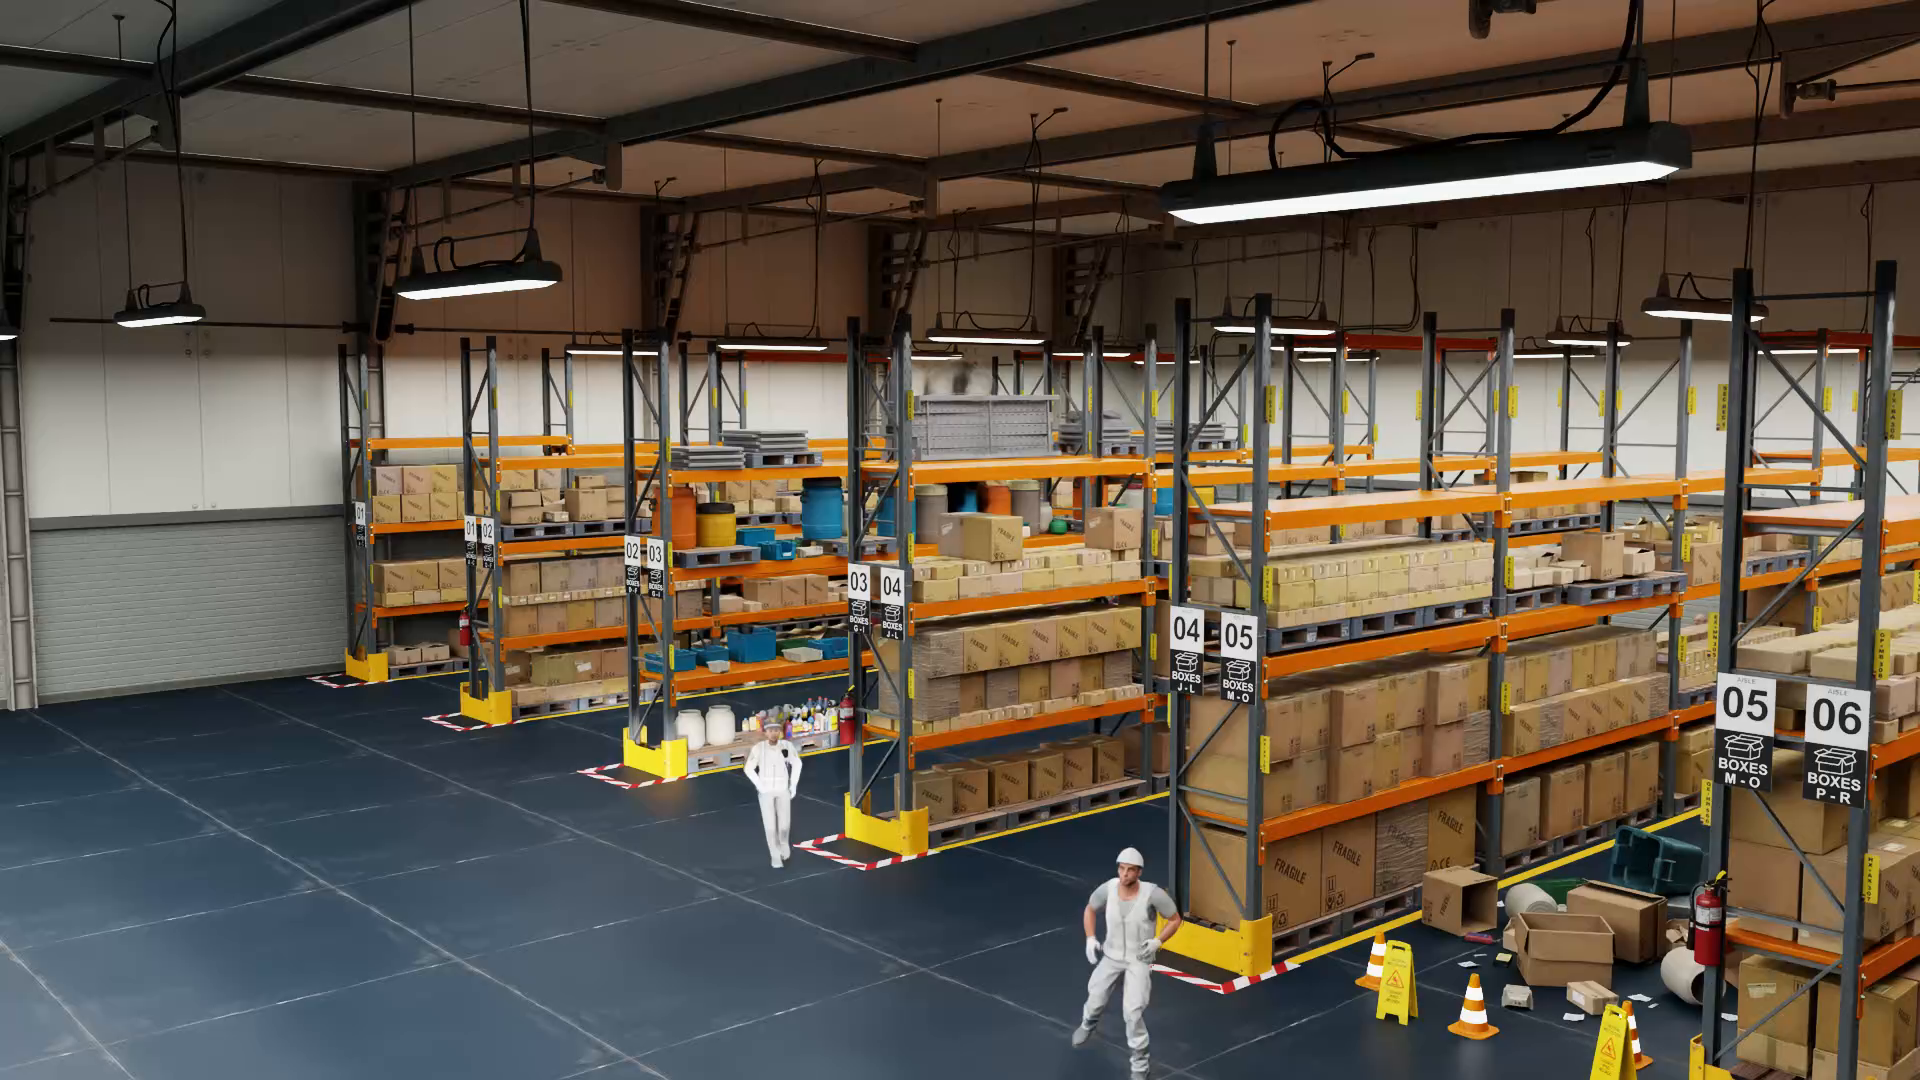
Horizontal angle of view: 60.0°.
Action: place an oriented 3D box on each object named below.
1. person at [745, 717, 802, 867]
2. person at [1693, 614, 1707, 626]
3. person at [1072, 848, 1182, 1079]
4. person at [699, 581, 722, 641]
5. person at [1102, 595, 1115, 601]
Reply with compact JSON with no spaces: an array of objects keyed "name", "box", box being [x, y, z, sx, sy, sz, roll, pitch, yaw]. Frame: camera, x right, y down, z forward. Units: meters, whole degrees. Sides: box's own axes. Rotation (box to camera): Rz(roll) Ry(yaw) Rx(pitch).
[{"name":"person","box":[-2.020,2.727,18.020,0.619,1.659,0.537,-1,5,-7]},{"name":"person","box":[11.377,2.006,25.499,0.842,1.734,0.729,-3,6,-32]},{"name":"person","box":[1.227,3.184,12.600,0.885,1.776,0.732,2,5,19]},{"name":"person","box":[-4.629,1.578,31.116,0.509,1.647,0.728,5,7,42]},{"name":"person","box":[2.804,1.412,32.931,0.640,1.635,0.578,-5,7,-42]}]
